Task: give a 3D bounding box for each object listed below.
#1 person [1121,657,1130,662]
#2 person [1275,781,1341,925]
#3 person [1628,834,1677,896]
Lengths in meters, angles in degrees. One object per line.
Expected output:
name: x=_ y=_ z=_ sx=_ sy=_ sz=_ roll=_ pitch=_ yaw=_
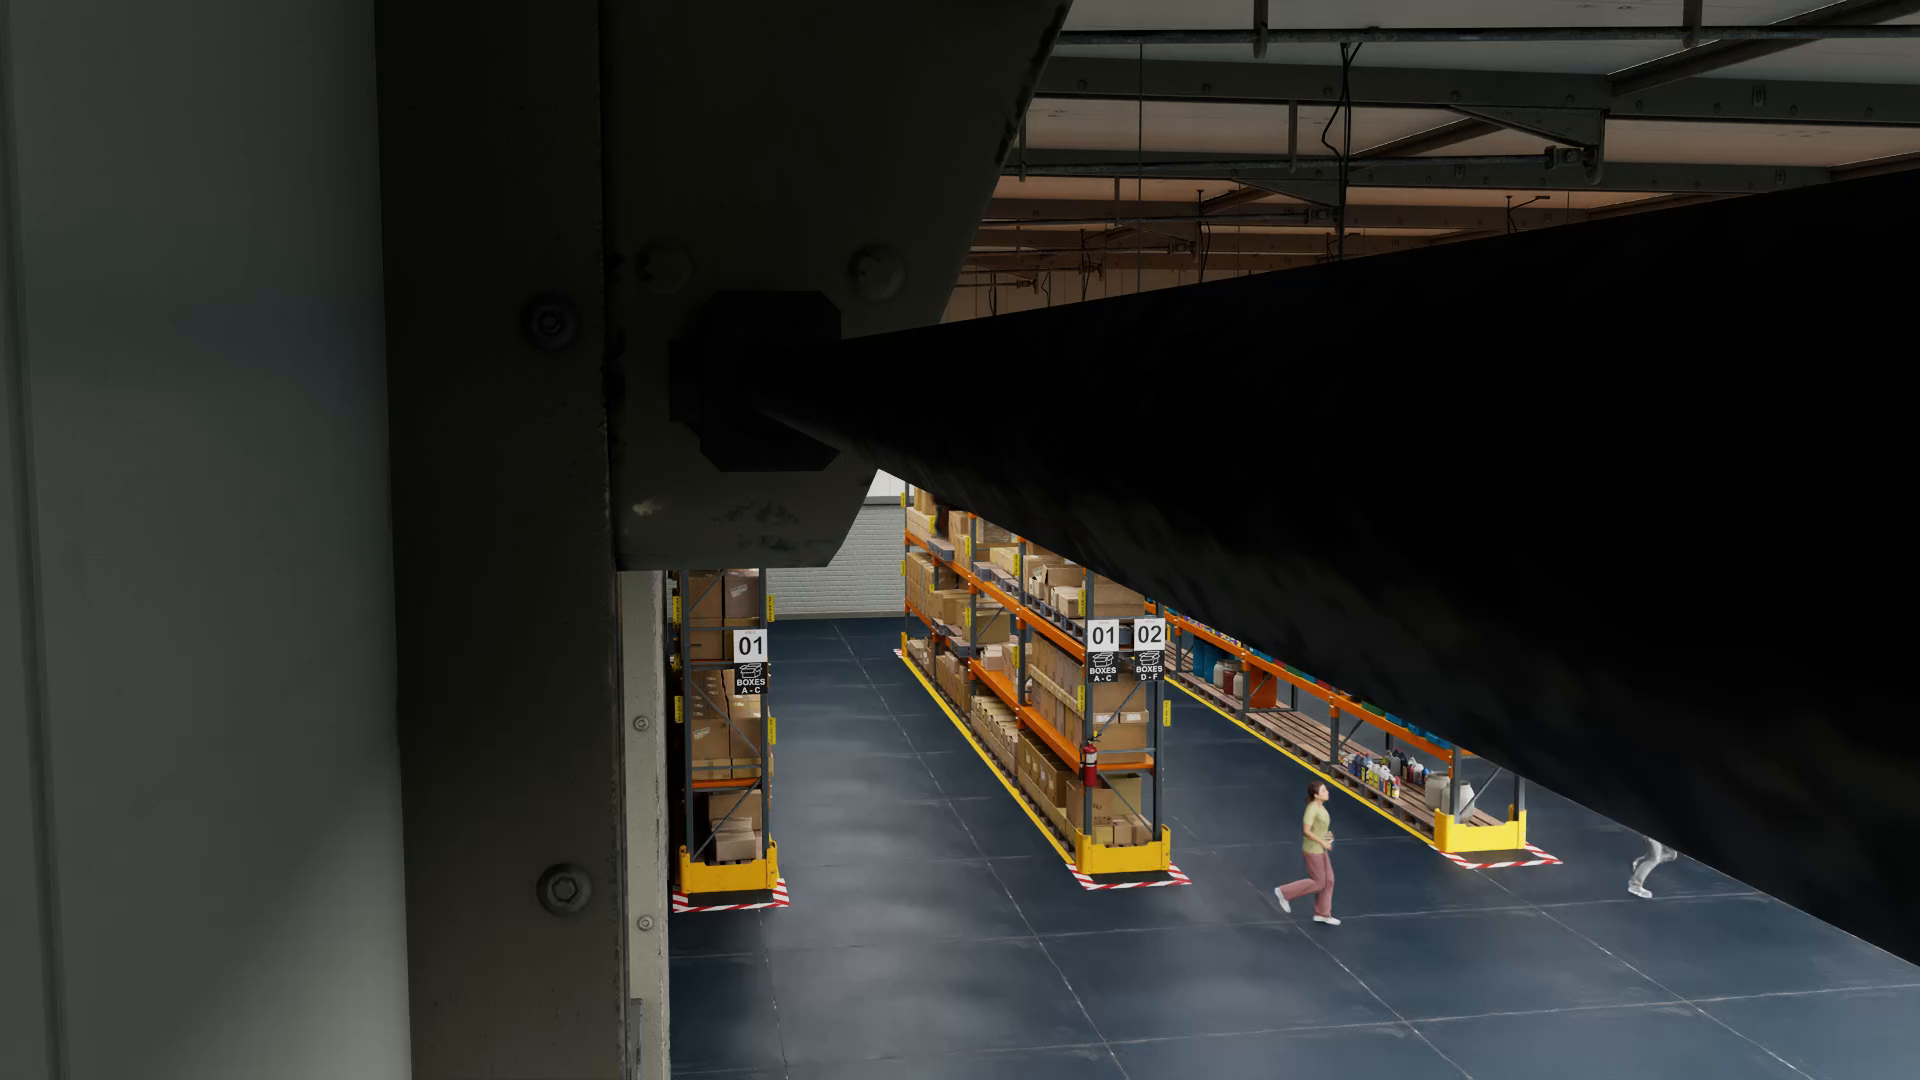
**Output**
person: x=2.879 y=2.036 z=29.766 sx=0.659 sy=1.814 sz=0.910 roll=-2 pitch=6 yaw=-18
person: x=4.006 y=3.556 z=19.034 sx=0.734 sy=1.654 sz=0.585 roll=2 pitch=6 yaw=19
person: x=8.365 y=3.501 z=19.922 sx=0.626 sy=1.560 sz=0.575 roll=3 pitch=7 yaw=25
